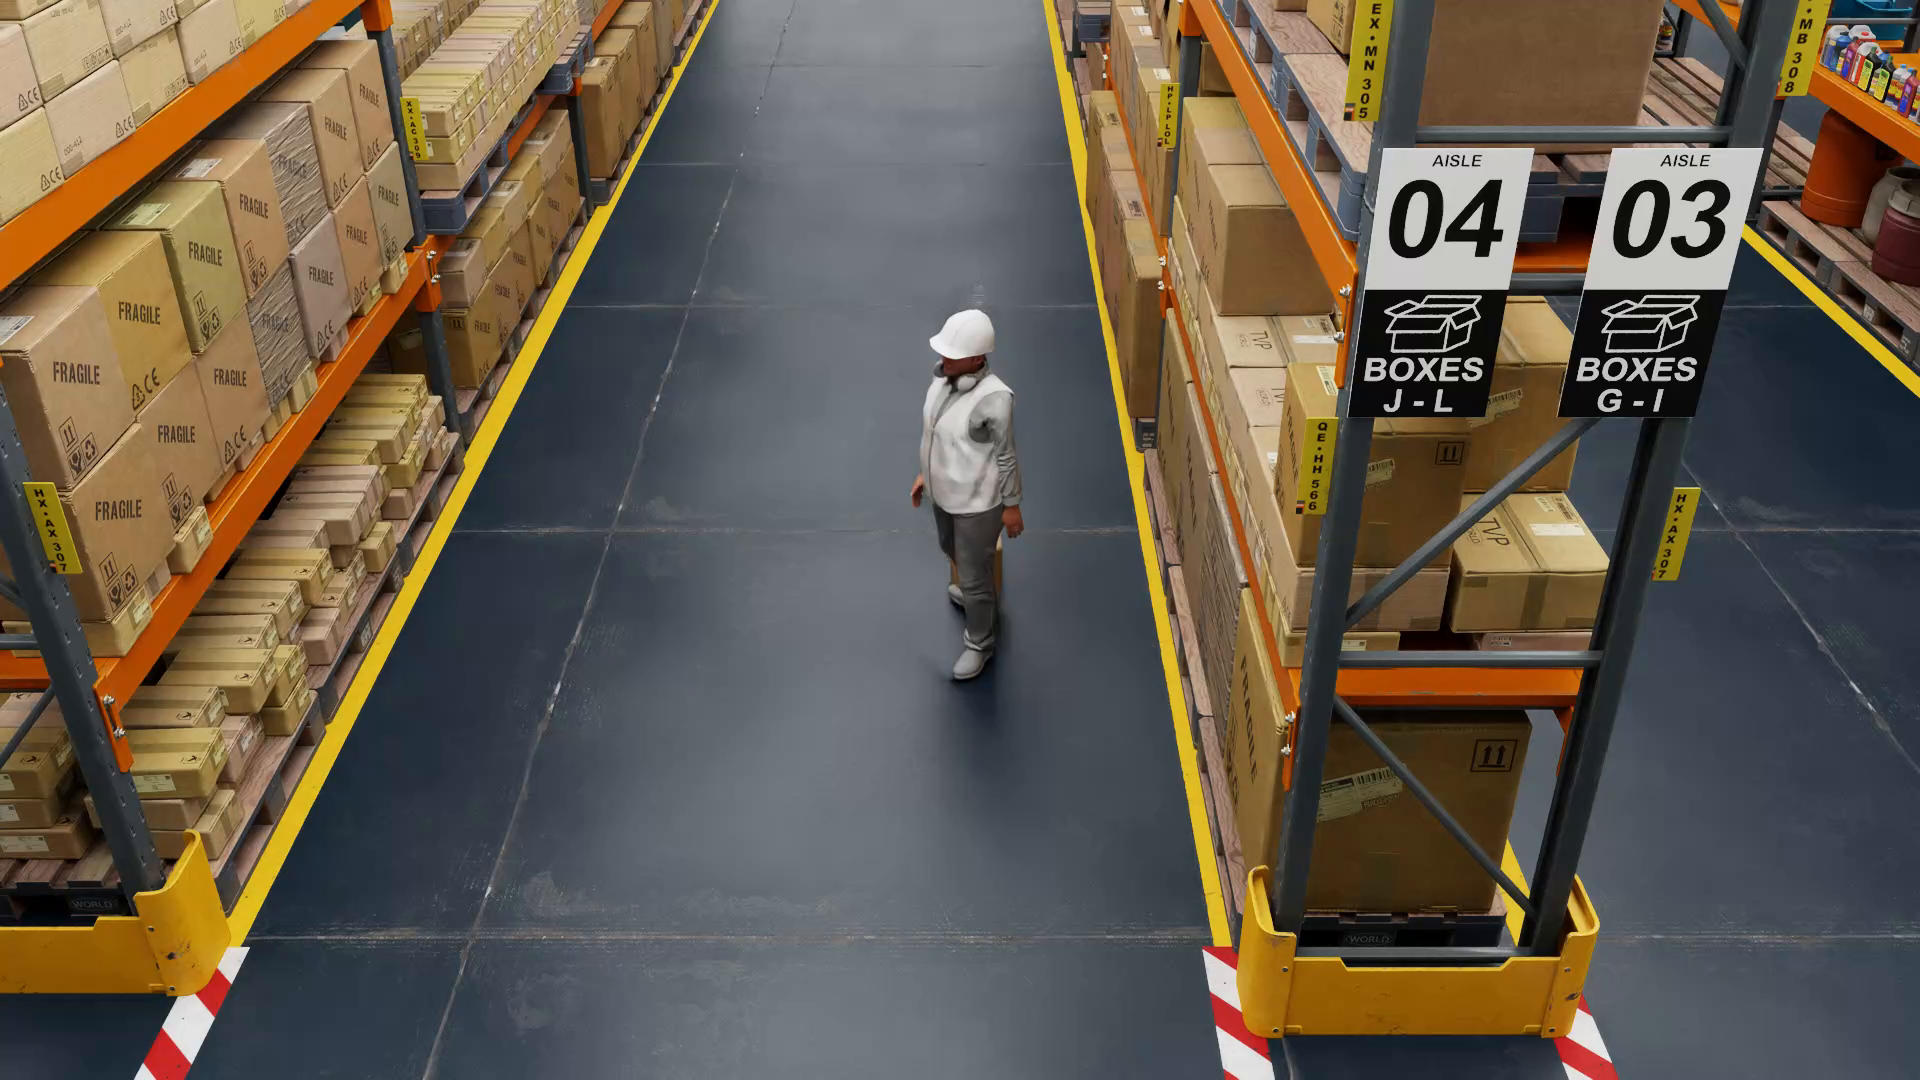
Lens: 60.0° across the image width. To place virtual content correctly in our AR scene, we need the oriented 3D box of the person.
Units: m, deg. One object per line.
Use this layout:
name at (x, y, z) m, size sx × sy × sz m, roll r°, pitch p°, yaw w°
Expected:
person at (0.025, -0.275, 7.561) m, size 0.491 × 1.759 × 0.709 m, roll -16°, pitch 35°, yaw -24°
